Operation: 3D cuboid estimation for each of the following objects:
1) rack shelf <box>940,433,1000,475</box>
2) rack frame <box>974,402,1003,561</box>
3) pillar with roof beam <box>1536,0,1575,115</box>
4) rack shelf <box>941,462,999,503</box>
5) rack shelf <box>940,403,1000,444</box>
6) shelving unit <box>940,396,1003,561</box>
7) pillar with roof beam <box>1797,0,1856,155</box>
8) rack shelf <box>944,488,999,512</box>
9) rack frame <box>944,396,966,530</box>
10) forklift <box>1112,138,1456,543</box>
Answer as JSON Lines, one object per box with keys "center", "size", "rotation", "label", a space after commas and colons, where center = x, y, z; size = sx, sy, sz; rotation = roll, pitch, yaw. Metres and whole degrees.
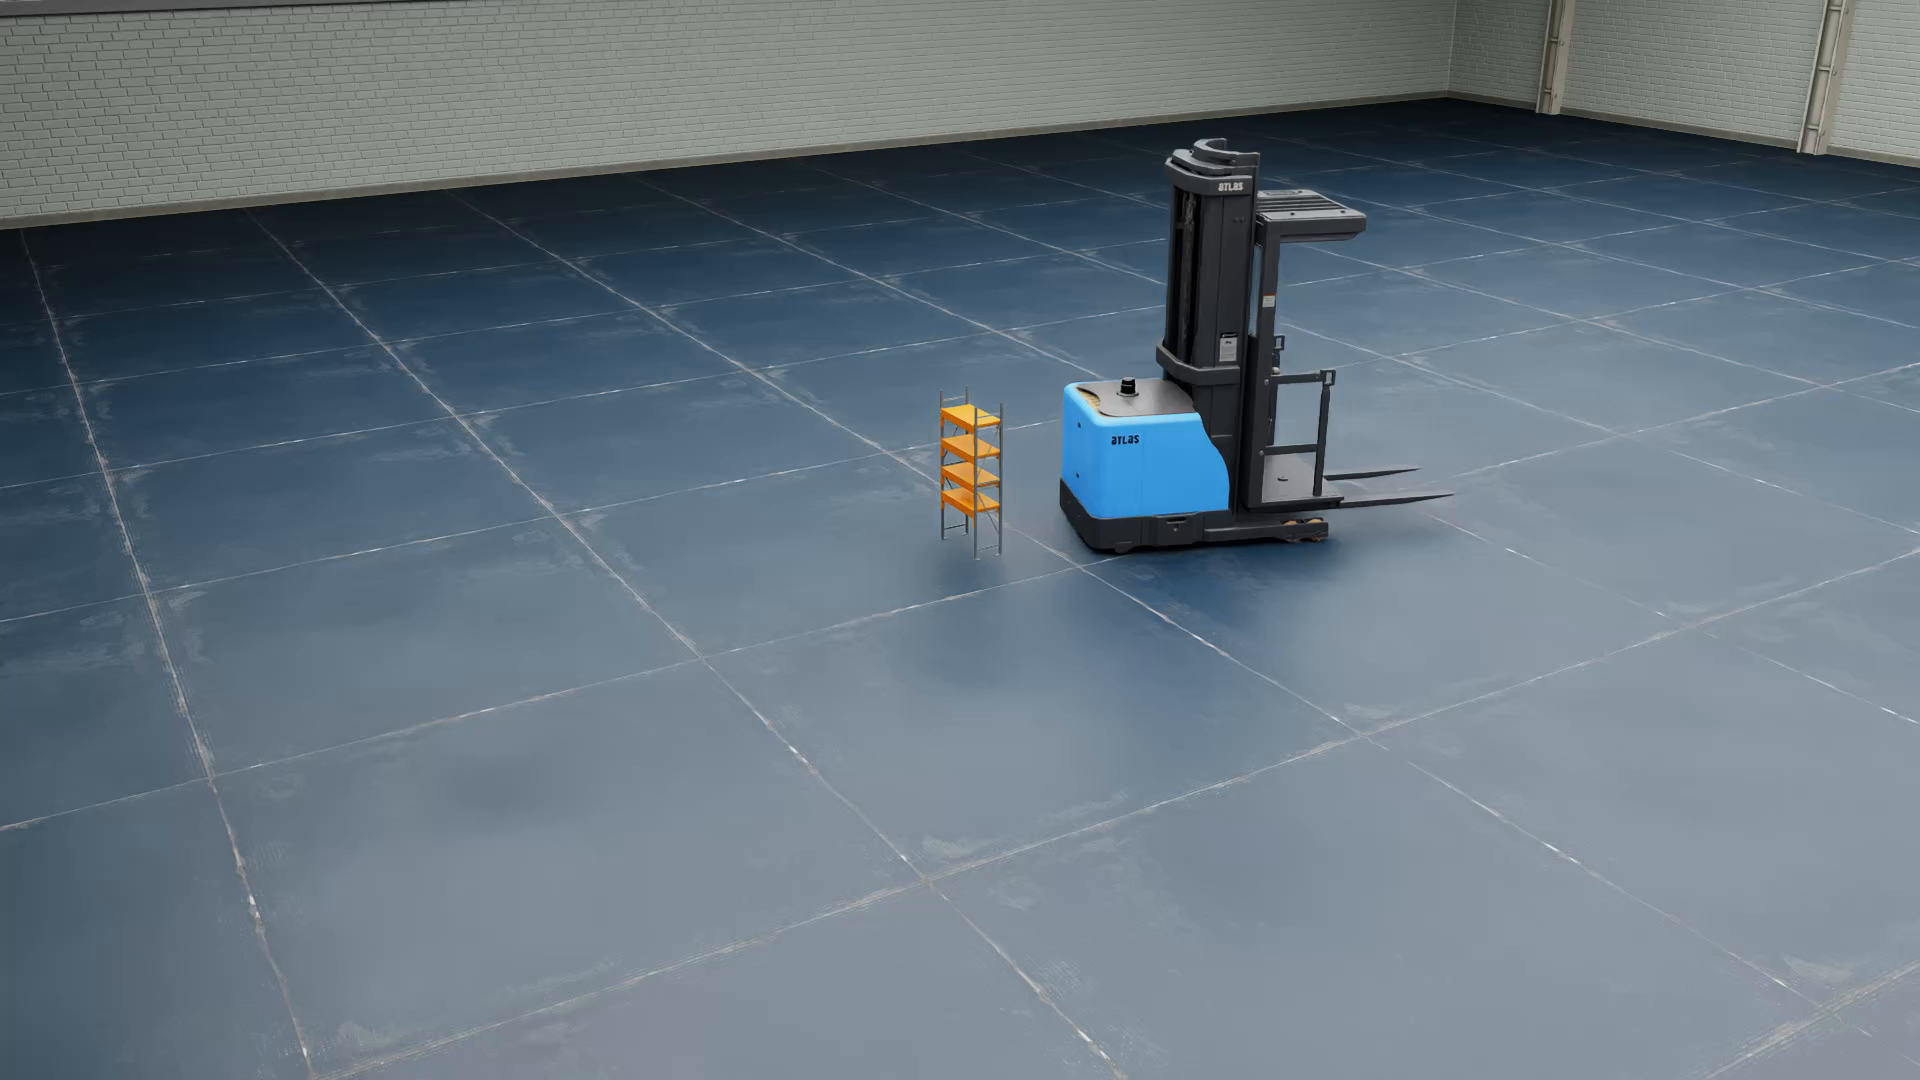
{"center": [0.085, -0.647, 12.395], "size": [0.258, 0.148, 0.480], "rotation": [-13, 25, -28], "label": "rack shelf"}
{"center": [0.209, -0.423, 12.259], "size": [0.240, 1.200, 0.015], "rotation": [-13, 25, -28], "label": "rack frame"}
{"center": [8.591, -12.264, 31.034], "size": [9.100, 9.000, 0.400], "rotation": [-13, 25, -28], "label": "pillar with roof beam"}
{"center": [0.085, -0.440, 12.479], "size": [0.258, 0.148, 0.480], "rotation": [-13, 25, -28], "label": "rack shelf"}
{"center": [0.085, -0.866, 12.306], "size": [0.258, 0.148, 0.480], "rotation": [-13, 25, -28], "label": "rack shelf"}
{"center": [0.086, -0.502, 12.452], "size": [0.258, 1.200, 0.499], "rotation": [-13, 25, -28], "label": "shelving unit"}
{"center": [11.656, -10.322, 26.255], "size": [9.100, 9.000, 0.400], "rotation": [-13, 25, -28], "label": "pillar with roof beam"}
{"center": [0.085, -0.305, 12.534], "size": [0.221, 0.021, 0.457], "rotation": [-13, 25, -28], "label": "rack shelf"}
{"center": [-0.041, -0.581, 12.648], "size": [0.228, 1.046, 0.006], "rotation": [-13, 25, -28], "label": "rack frame"}
{"center": [2.365, -1.523, 12.667], "size": [3.031, 2.935, 1.121], "rotation": [-4, 23, -11], "label": "forklift"}
